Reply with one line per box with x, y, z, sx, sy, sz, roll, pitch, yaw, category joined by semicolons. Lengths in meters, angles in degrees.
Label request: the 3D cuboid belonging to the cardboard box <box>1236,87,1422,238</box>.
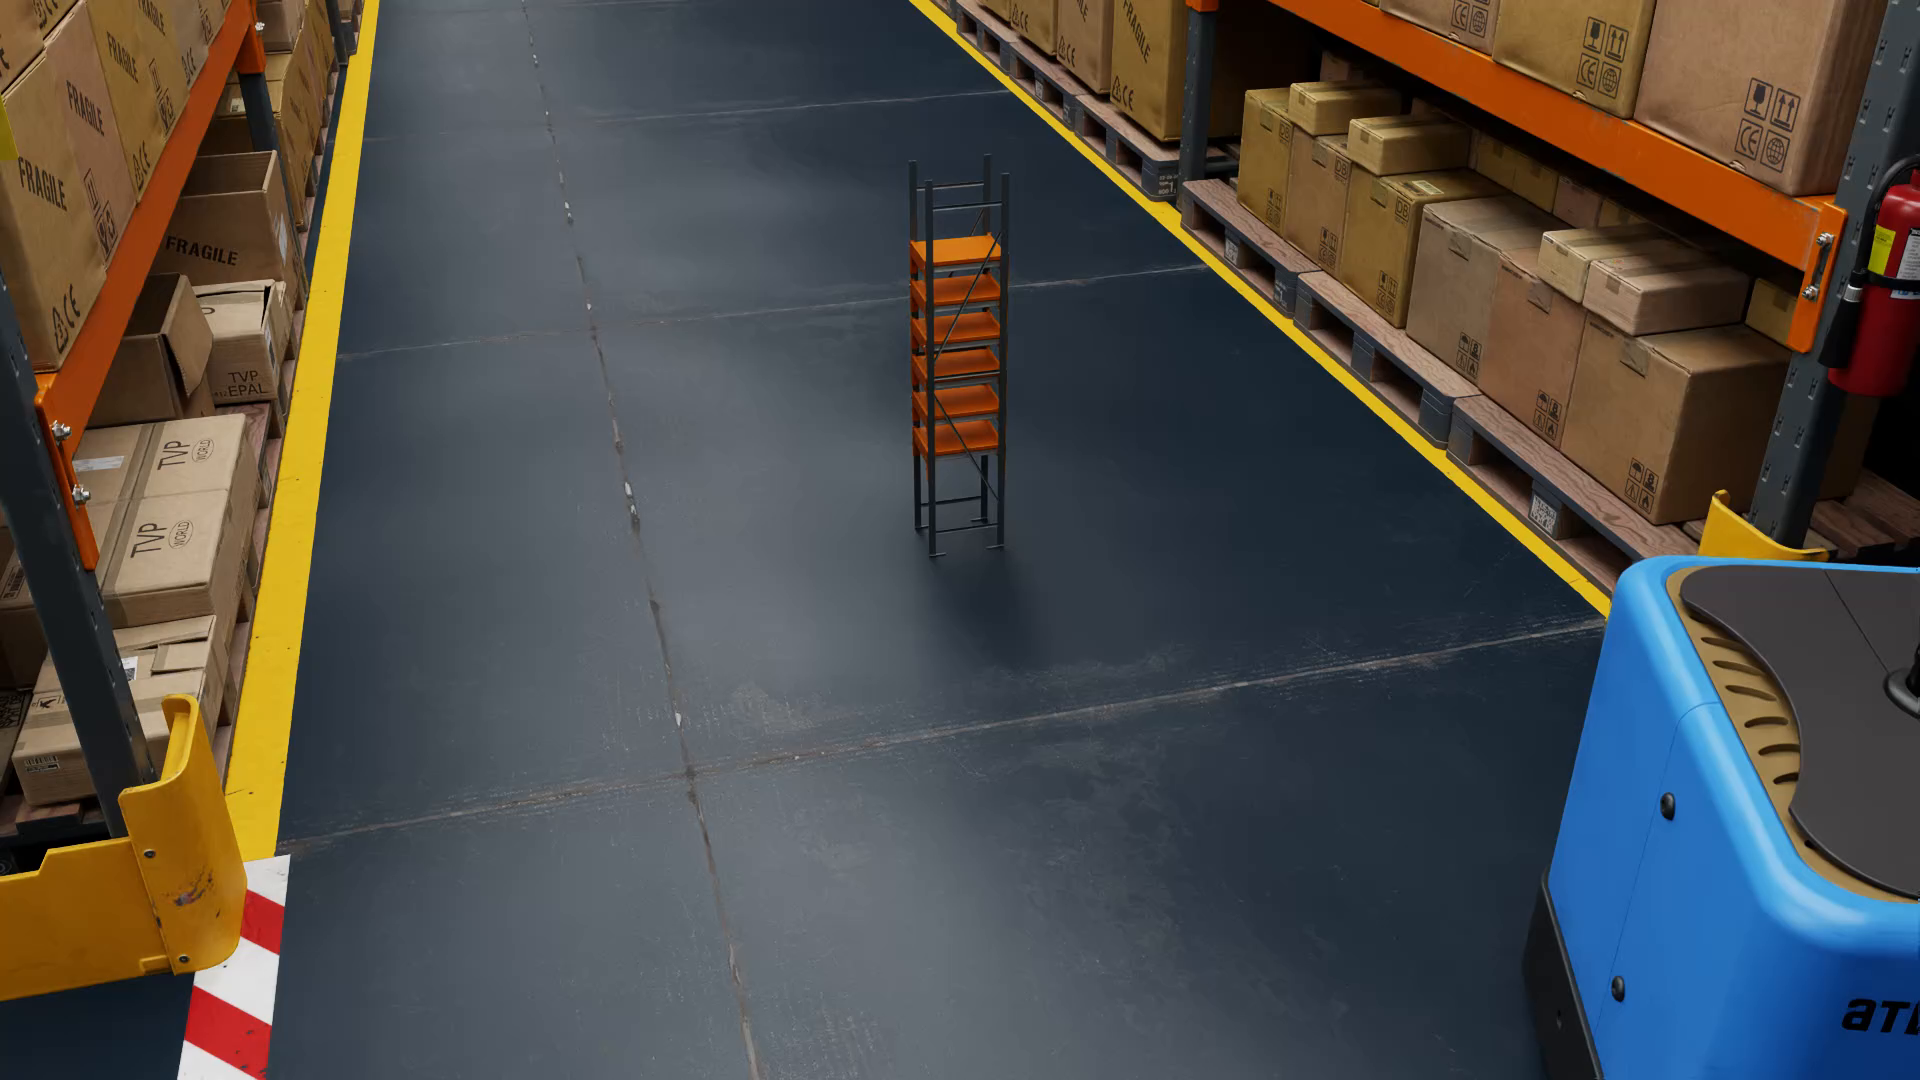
1.636;-1.655;7.191;0.700;0.500;0.500;-7;31;-13;cardboard box

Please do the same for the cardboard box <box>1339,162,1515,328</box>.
1.900;-1.164;6.342;0.700;0.500;0.500;-7;31;-12;cardboard box

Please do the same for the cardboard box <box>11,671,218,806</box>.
-1.957;0.458;3.871;0.380;0.149;0.250;-8;31;-13;cardboard box

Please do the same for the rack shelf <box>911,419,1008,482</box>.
-0.004;-0.280;5.104;0.258;0.103;0.180;-8;31;-13;rack shelf

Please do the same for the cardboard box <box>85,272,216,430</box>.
-2.735;-0.473;5.125;0.797;0.503;0.637;-8;31;-13;cardboard box

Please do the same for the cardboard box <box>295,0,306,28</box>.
-3.532;-2.694;8.217;0.500;0.250;0.500;-8;31;-14;cardboard box

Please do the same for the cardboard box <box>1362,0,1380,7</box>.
1.853;-2.442;6.175;0.980;0.700;0.700;-9;31;-15;cardboard box

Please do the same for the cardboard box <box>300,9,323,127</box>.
-3.544;-2.387;8.435;0.500;0.500;0.500;-9;31;-15;cardboard box

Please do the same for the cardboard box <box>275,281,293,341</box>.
-2.657;-0.815;6.071;0.380;0.149;0.250;-8;31;-13;cardboard box

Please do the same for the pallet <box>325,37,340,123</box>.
-4.139;-2.629;9.581;1.003;0.211;1.213;-8;31;-13;pallet

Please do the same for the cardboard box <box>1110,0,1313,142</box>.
1.238;-2.478;8.263;0.750;0.750;0.750;-7;31;-13;cardboard box

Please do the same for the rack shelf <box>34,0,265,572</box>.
-2.708;-0.992;4.688;1.077;0.370;4.000;-8;31;-13;rack shelf

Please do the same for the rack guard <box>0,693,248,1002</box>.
-2.198;0.708;3.528;1.175;0.500;0.348;-8;31;-13;rack guard

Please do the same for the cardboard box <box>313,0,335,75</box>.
-3.826;-2.889;9.303;0.500;0.500;0.500;-7;31;-11;cardboard box

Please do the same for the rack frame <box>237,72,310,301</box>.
-3.239;-2.269;6.176;1.000;3.000;0.127;-8;31;-13;rack frame

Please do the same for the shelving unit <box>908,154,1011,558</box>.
-0.004;-0.526;4.962;0.258;1.200;0.189;-8;31;-13;shelving unit

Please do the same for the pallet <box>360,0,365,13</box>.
-4.802;-3.985;11.924;1.003;0.211;1.213;-8;31;-13;pallet

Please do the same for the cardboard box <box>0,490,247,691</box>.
-2.181;0.120;4.353;0.500;0.250;0.500;-8;31;-13;cardboard box

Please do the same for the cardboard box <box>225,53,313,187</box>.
-3.285;-1.900;7.594;0.500;0.500;0.500;-7;31;-13;cardboard box

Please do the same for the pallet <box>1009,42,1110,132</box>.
0.931;-2.676;9.662;1.003;0.211;1.213;-8;31;-13;pallet

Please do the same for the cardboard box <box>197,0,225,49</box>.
-2.721;-1.856;5.363;0.500;0.500;0.500;-7;31;-12;cardboard box

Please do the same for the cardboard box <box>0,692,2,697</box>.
-2.559;0.324;3.752;0.500;0.500;0.500;-8;31;-13;cardboard box

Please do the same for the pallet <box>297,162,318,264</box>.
-3.491;-1.450;7.545;1.003;0.211;1.213;-8;31;-13;pallet

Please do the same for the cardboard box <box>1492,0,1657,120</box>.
2.249;-1.722;4.932;0.980;0.700;0.700;-8;31;-14;cardboard box

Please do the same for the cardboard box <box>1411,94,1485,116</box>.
2.001;-1.651;6.536;0.380;0.149;0.250;-9;31;-15;cardboard box

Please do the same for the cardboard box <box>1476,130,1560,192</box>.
2.136;-1.404;6.110;0.380;0.149;0.250;-8;31;-14;cardboard box

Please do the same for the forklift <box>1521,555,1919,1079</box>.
2.654;-0.003;2.329;3.031;2.935;1.130;3;30;5;forklift

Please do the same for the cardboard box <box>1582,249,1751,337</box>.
2.106;-0.741;4.964;0.380;0.149;0.250;-8;31;-14;cardboard box

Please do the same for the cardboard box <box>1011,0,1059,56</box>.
0.769;-3.316;9.712;0.750;0.750;0.750;-8;31;-14;cardboard box

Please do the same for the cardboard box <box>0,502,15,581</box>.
-2.782;-0.030;4.614;0.500;0.250;0.500;-8;31;-13;cardboard box

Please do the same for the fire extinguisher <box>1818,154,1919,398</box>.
2.193;-0.669;3.860;0.296;0.674;0.183;-8;31;-13;fire extinguisher

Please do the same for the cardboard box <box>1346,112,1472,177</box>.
1.689;-1.494;6.265;0.380;0.149;0.250;-9;31;-15;cardboard box

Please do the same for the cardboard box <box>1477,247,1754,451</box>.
2.183;-0.664;5.479;0.700;0.500;0.500;-8;31;-13;cardboard box

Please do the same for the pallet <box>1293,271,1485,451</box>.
1.990;-0.755;6.343;1.003;0.211;1.213;-8;31;-13;pallet

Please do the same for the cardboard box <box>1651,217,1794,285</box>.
2.406;-0.914;5.263;0.380;0.149;0.250;-8;31;-13;cardboard box

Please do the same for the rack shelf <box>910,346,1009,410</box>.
-0.004;-0.488;4.984;0.258;0.103;0.180;-8;31;-13;rack shelf

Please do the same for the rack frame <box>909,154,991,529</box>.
-0.028;-0.570;5.038;0.240;1.200;0.006;-8;31;-13;rack frame

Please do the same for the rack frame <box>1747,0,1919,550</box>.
2.598;-0.998;3.980;1.000;3.000;0.127;-8;31;-13;rack frame

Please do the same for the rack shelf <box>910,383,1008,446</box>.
-0.004;-0.384;5.044;0.258;0.103;0.180;-8;31;-13;rack shelf

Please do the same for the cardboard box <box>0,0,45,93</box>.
-2.041;-1.063;2.994;0.500;0.500;0.500;-7;31;-12;cardboard box

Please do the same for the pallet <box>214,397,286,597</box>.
-2.730;-0.140;5.282;1.003;0.211;1.213;-8;31;-13;pallet

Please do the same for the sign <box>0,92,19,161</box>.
-1.654;-0.784;2.746;0.100;0.325;0.005;-8;31;-13;sign

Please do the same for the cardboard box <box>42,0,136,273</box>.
-2.183;-0.878;3.674;0.500;0.500;0.500;-8;31;-14;cardboard box

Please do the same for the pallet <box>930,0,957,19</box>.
0.268;-4.032;12.006;1.003;0.211;1.213;-8;31;-13;pallet

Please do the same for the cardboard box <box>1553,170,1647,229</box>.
2.272;-1.158;5.684;0.380;0.149;0.250;-7;31;-13;cardboard box

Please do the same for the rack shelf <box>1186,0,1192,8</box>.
1.005;-3.584;9.166;1.077;0.370;4.000;-8;31;-13;rack shelf

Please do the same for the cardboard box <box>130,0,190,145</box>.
-2.444;-1.363;4.510;0.500;0.500;0.500;-7;31;-13;cardboard box
